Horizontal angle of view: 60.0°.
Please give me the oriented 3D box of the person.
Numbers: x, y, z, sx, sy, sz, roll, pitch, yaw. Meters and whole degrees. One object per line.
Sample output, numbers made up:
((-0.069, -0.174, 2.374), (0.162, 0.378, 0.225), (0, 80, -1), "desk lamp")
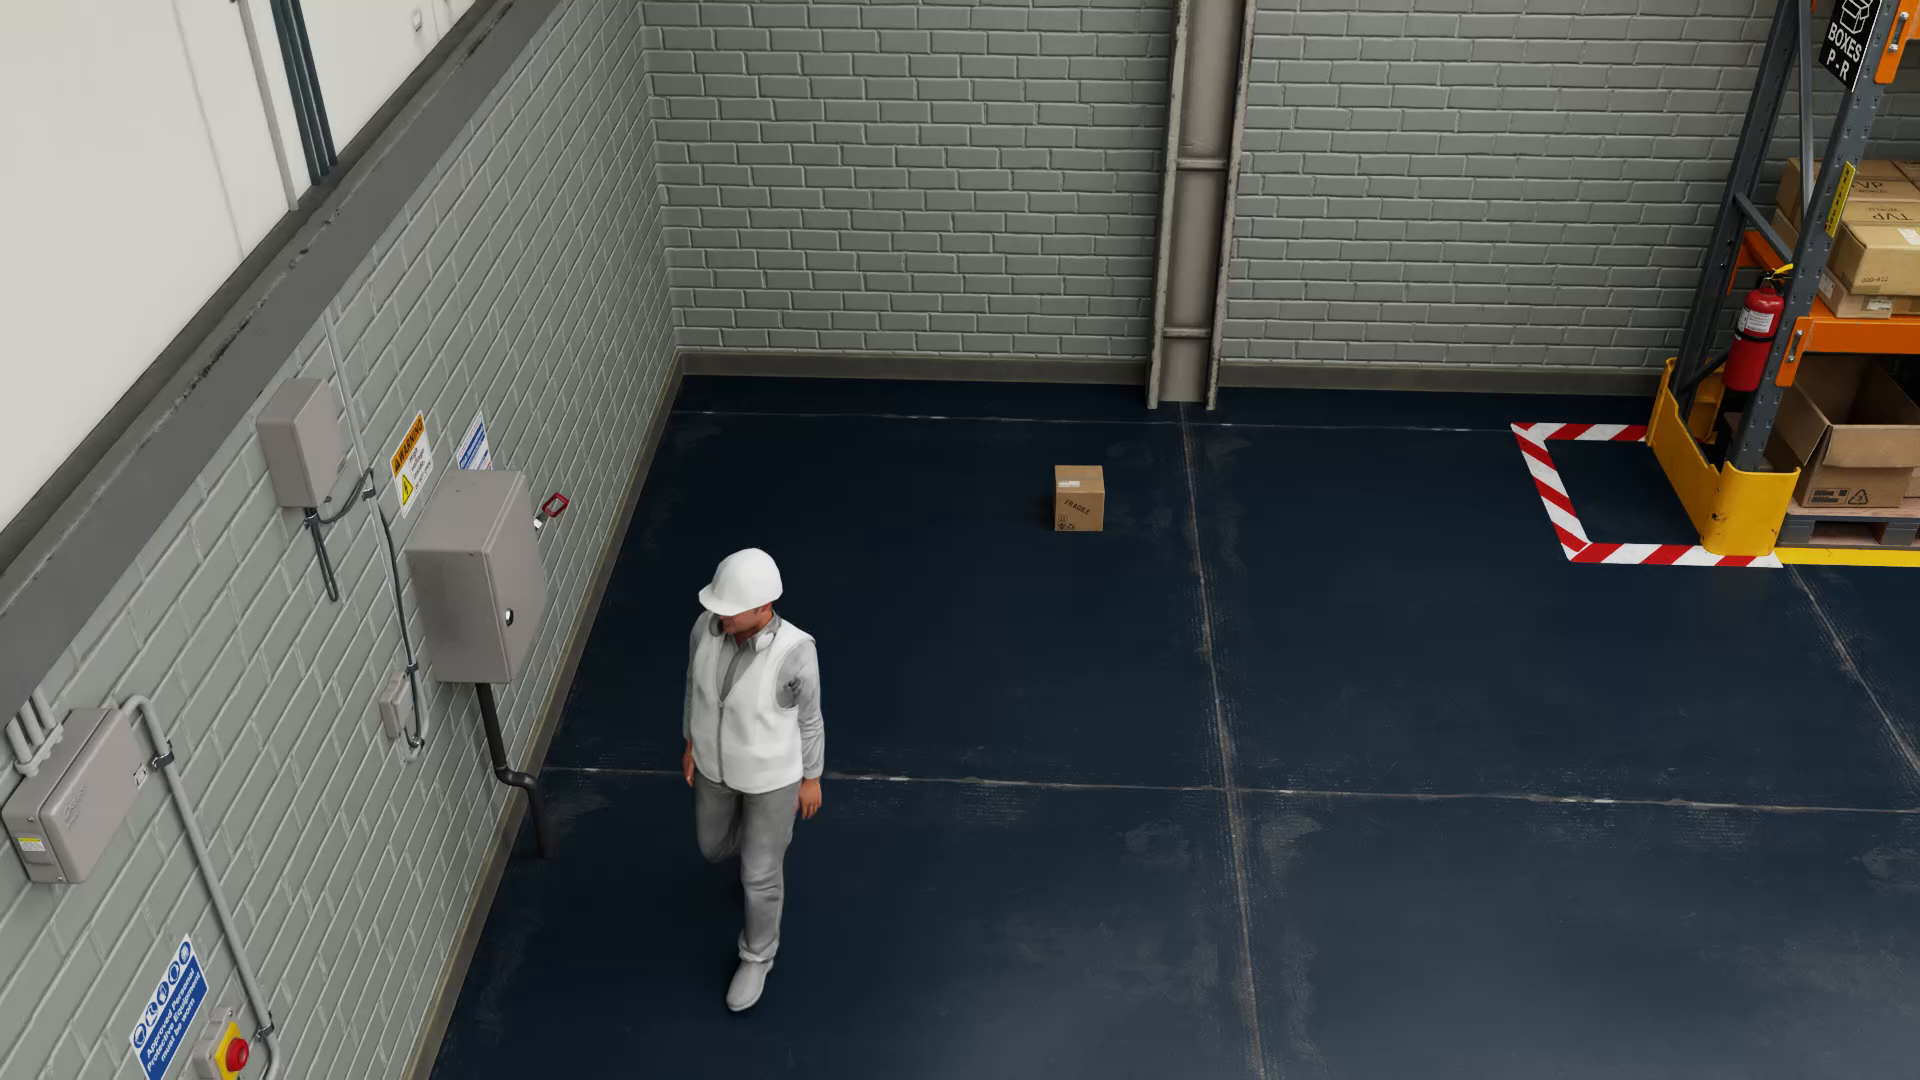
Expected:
((-0.777, 0.806, 5.963), (0.555, 1.748, 0.767), (18, 39, 23), "person")
